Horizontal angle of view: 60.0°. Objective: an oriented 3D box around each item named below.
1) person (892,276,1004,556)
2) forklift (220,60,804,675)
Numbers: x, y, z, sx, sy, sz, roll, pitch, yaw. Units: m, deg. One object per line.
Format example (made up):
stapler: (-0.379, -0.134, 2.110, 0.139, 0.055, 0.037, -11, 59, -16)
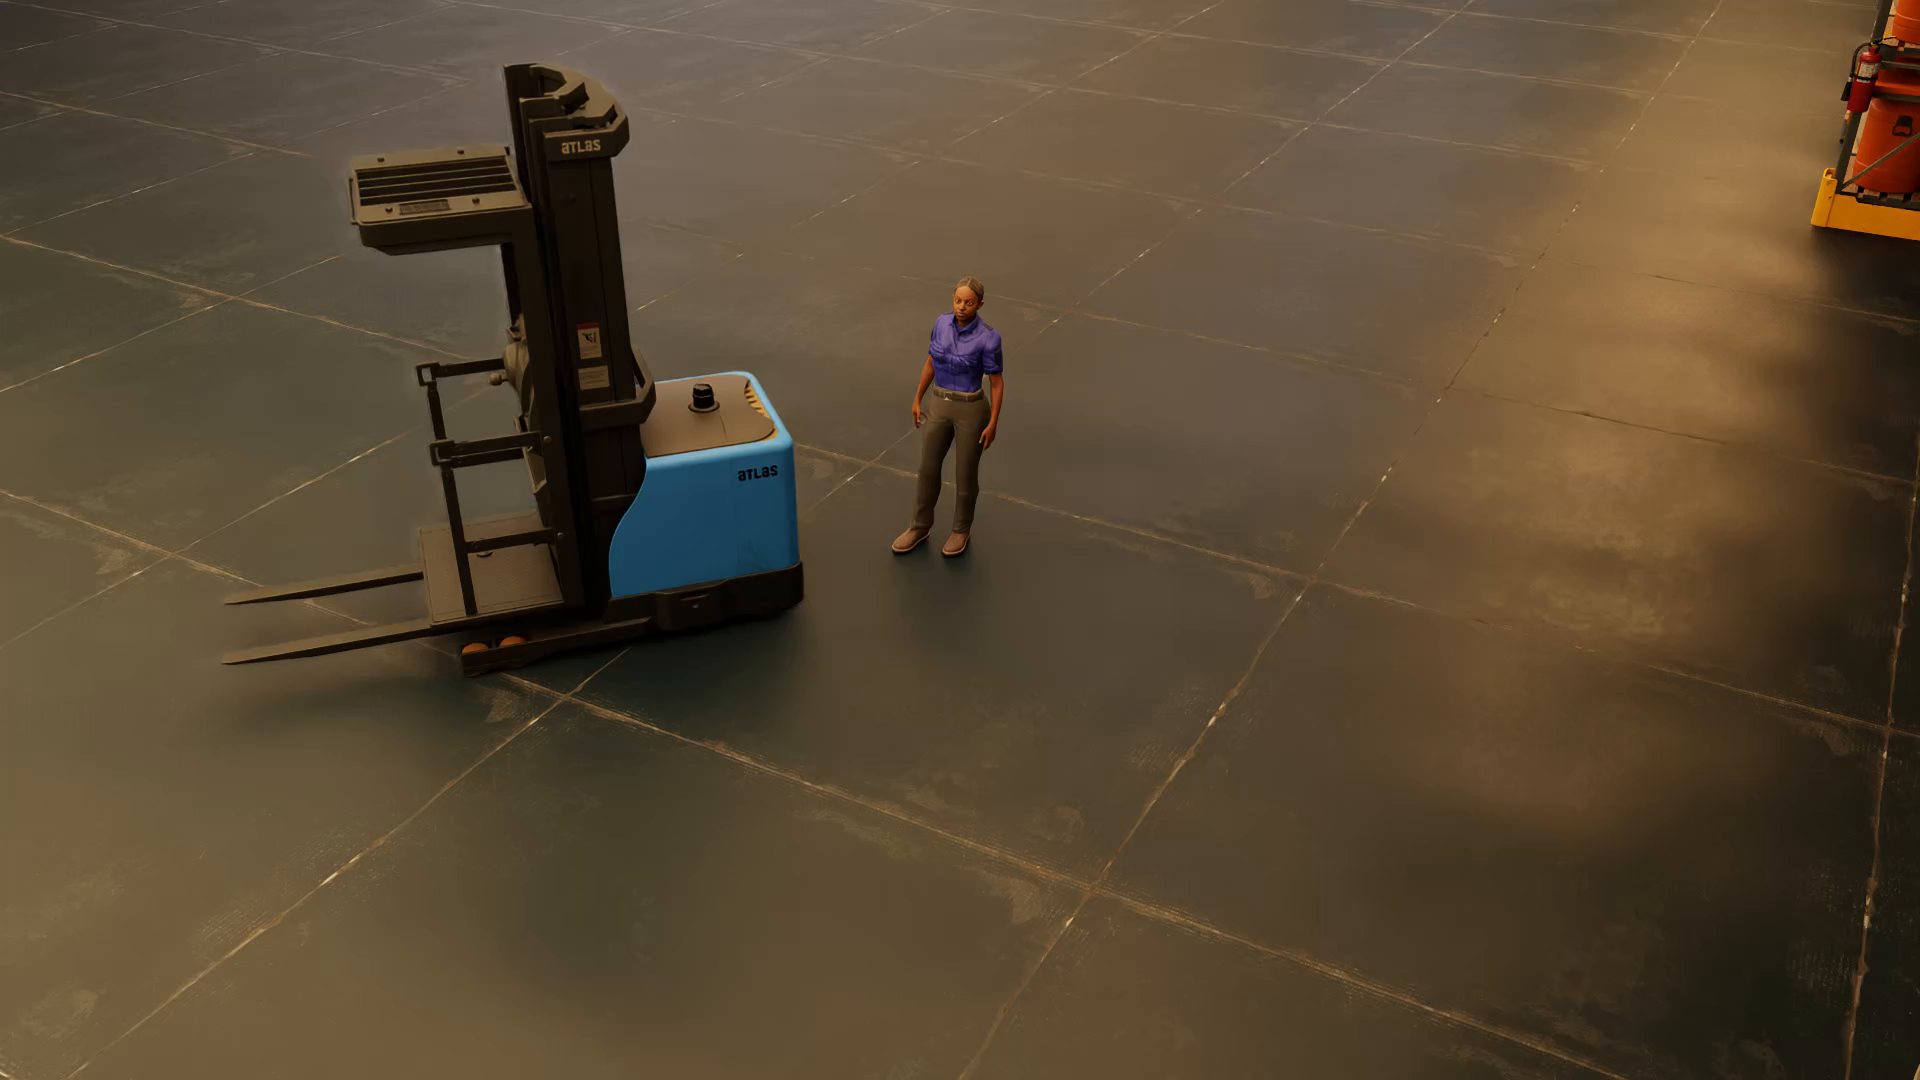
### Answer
person: (-0.060, -0.690, 9.527, 0.569, 1.655, 0.504, 15, 33, 25)
forklift: (-2.447, -0.855, 8.552, 3.031, 2.935, 1.130, -10, 31, -17)
